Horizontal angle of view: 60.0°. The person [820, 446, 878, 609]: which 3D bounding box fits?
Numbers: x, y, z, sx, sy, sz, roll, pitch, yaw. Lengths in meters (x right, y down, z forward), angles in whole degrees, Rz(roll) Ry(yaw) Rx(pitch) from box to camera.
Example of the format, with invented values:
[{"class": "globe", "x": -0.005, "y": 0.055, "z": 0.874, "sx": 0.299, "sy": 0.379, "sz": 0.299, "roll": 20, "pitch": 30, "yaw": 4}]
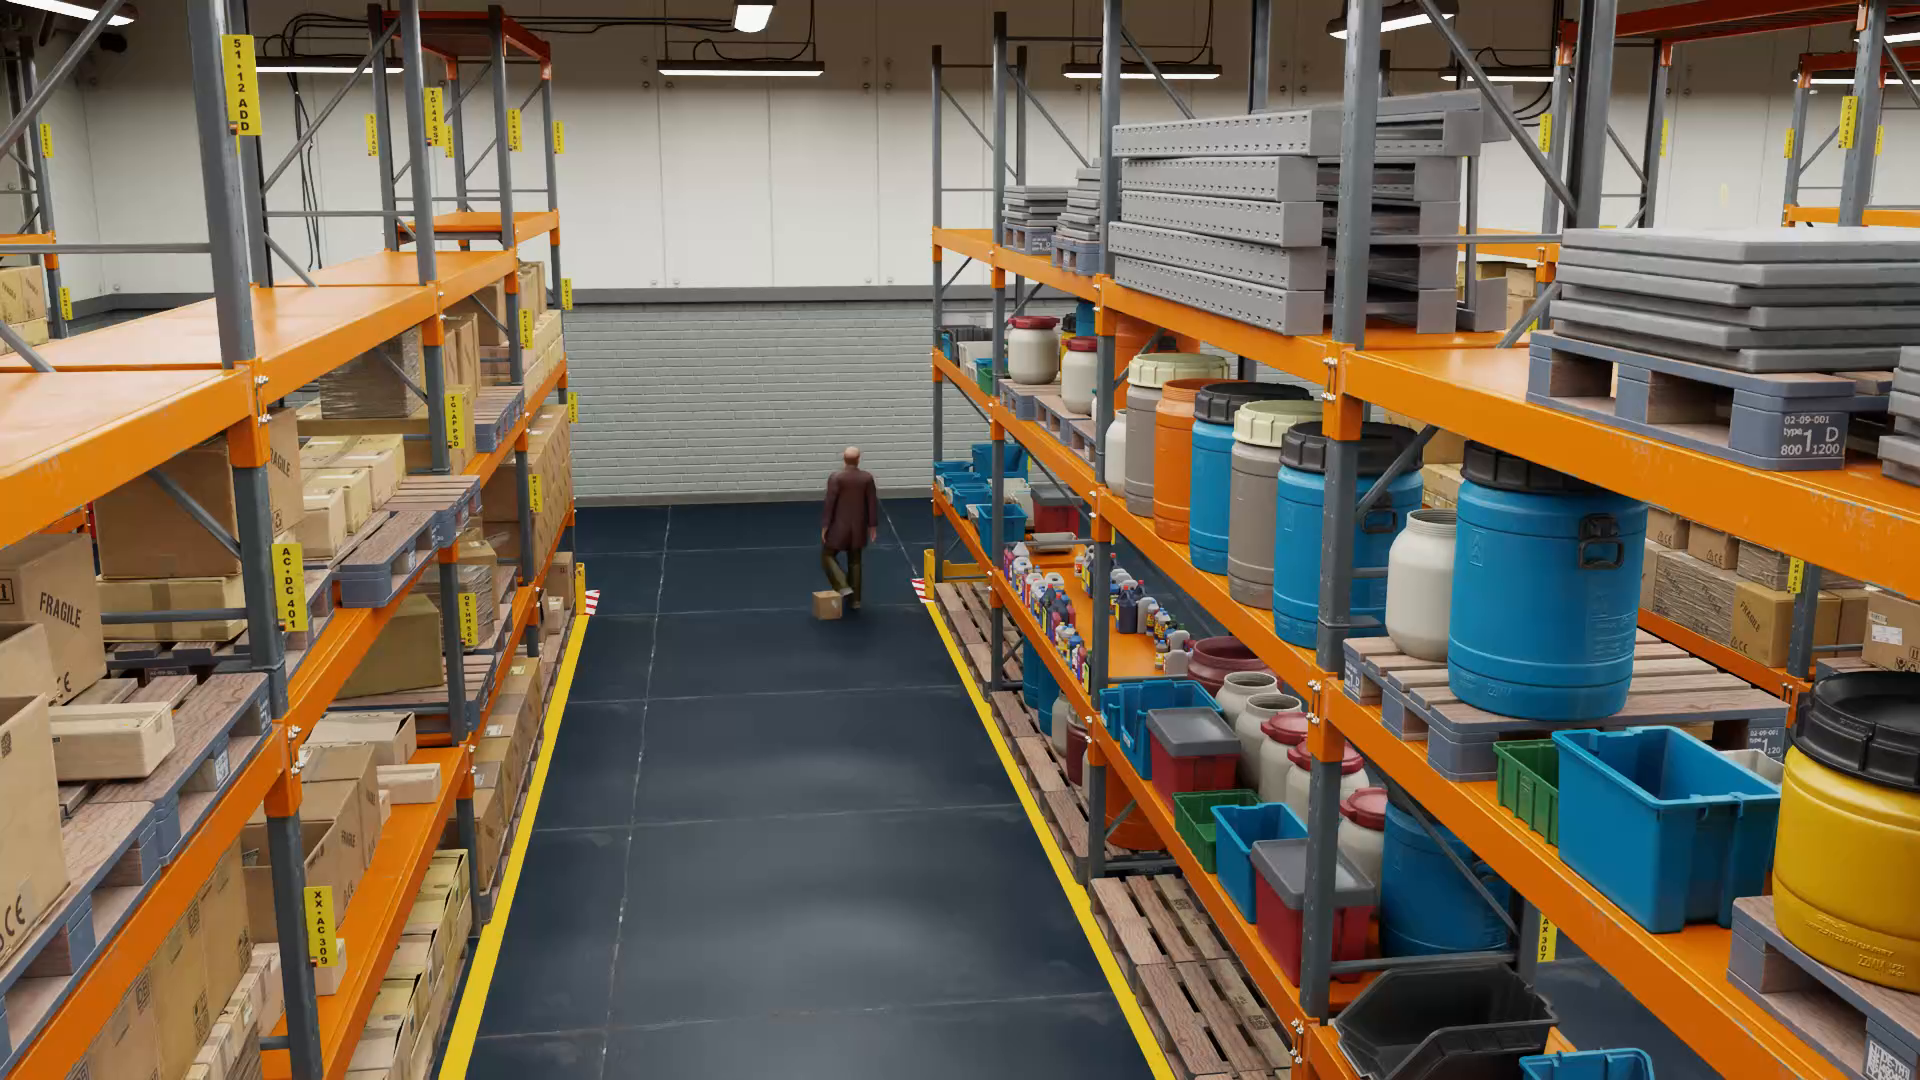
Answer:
[{"class": "person", "x": -1.224, "y": -0.130, "z": 18.162, "sx": 0.720, "sy": 1.772, "sz": 0.549, "roll": -6, "pitch": 14, "yaw": -24}]
